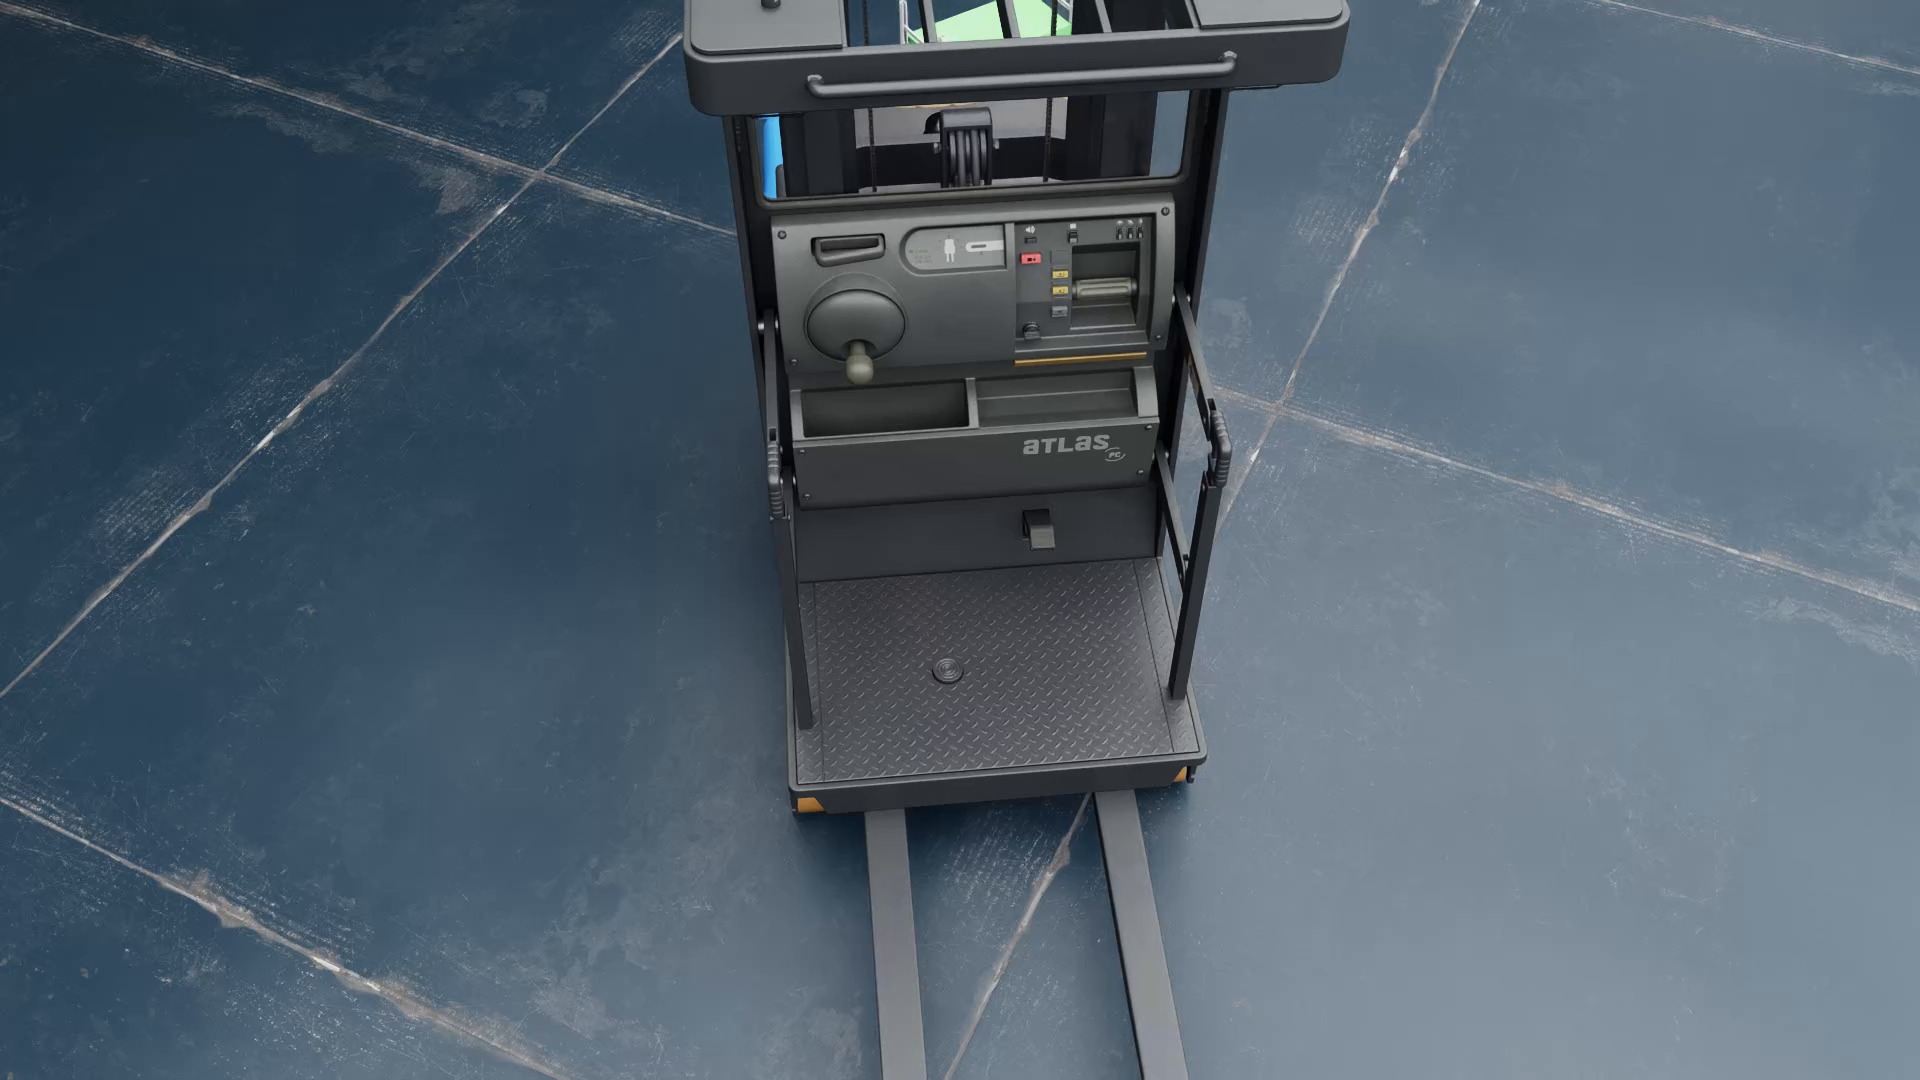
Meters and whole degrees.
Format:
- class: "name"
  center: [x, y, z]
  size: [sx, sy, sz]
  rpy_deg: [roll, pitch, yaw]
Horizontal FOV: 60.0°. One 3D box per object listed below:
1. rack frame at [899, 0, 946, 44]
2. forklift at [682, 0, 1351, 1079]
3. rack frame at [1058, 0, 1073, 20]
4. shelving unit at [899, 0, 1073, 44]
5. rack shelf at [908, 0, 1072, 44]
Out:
- class: "rack frame"
  center: [-0.114, -1.184, 5.470]
  size: [0.015, 1.200, 0.240]
  rpy_deg: [-27, 55, -21]
- class: "forklift"
  center: [0.059, -0.478, 3.732]
  size: [1.130, 2.935, 3.031]
  rpy_deg: [-4, 50, -4]
- class: "rack frame"
  center: [0.293, -1.389, 5.644]
  size: [0.015, 1.200, 0.240]
  rpy_deg: [-27, 55, -21]
- class: "shelving unit"
  center: [0.090, -1.287, 5.557]
  size: [0.503, 1.200, 0.258]
  rpy_deg: [-27, 55, -21]
- class: "rack shelf"
  center: [0.090, -1.556, 5.240]
  size: [0.480, 0.148, 0.258]
  rpy_deg: [-27, 55, -21]
